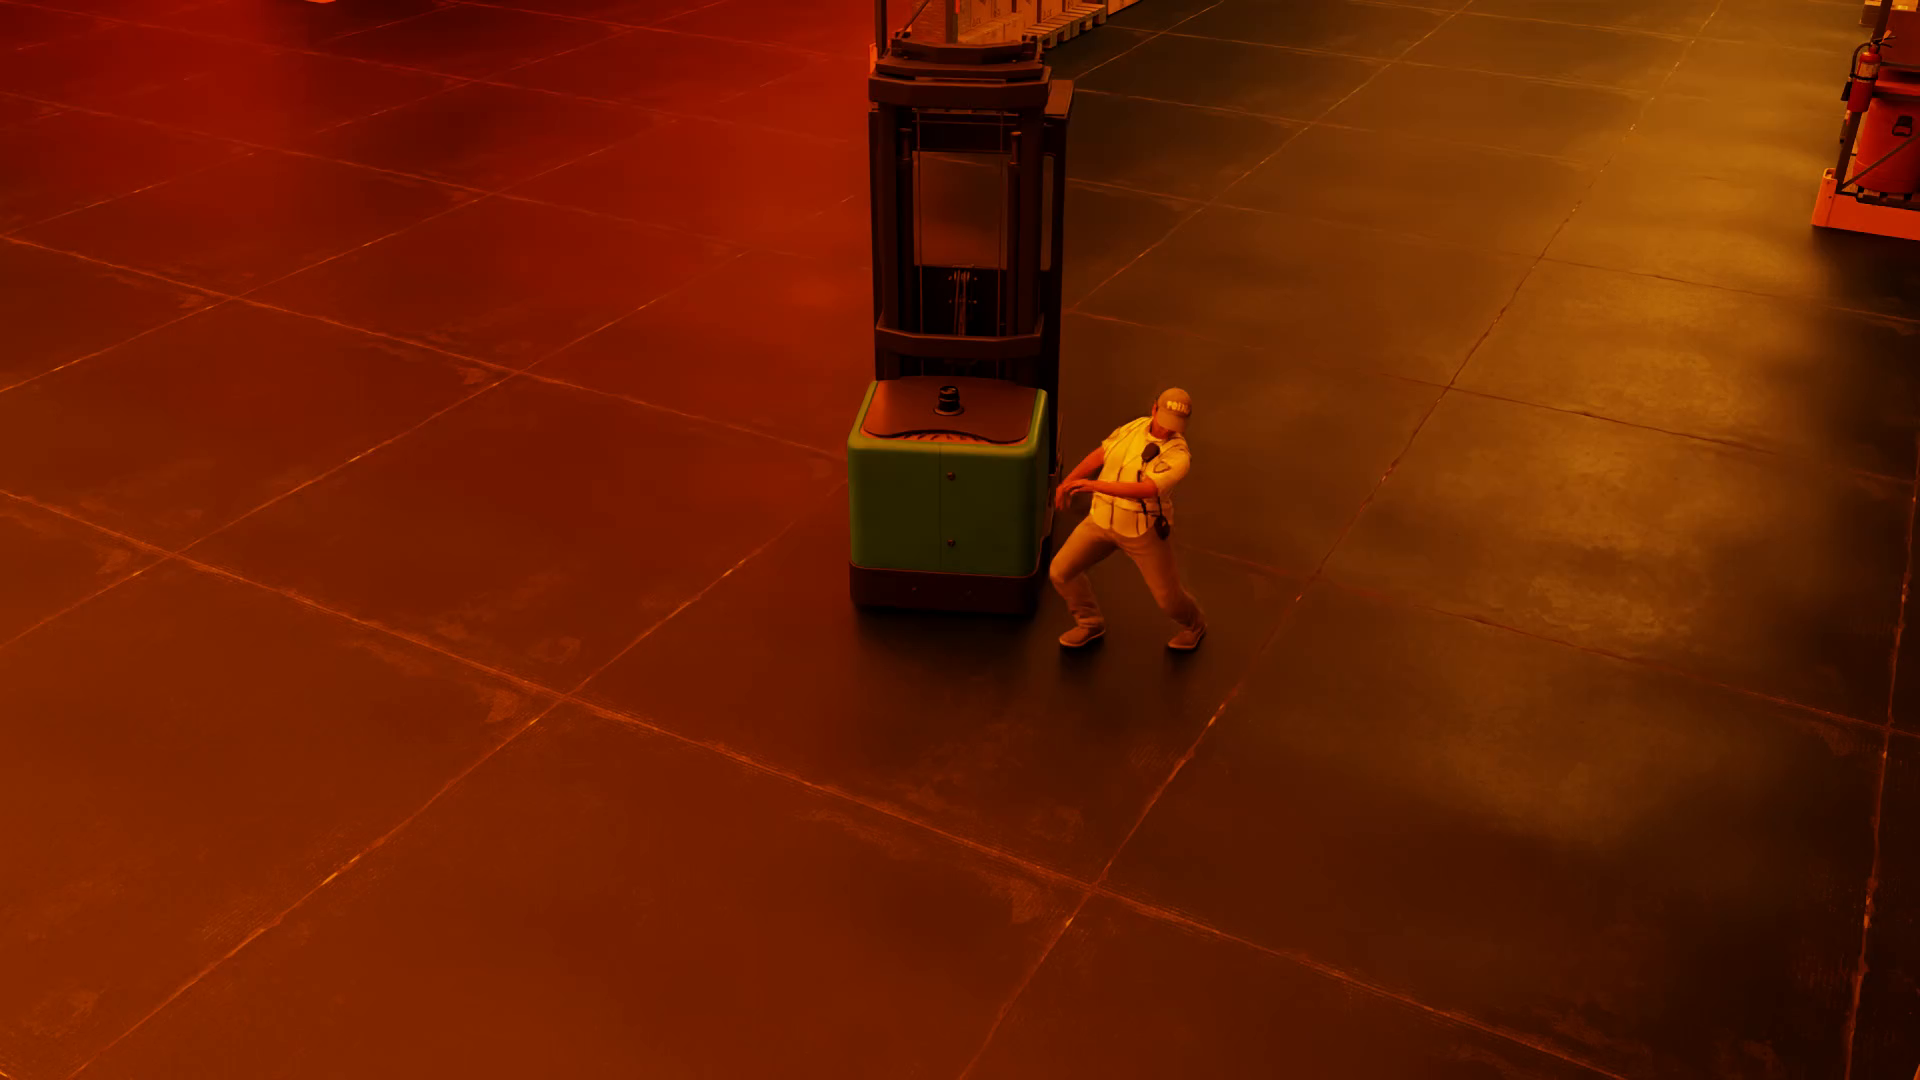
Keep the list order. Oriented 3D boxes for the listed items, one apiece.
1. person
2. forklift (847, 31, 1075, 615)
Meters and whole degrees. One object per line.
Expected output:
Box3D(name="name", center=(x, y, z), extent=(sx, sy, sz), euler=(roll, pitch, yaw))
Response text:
Box3D(name="person", center=(0.817, -0.092, 8.625), extent=(0.799, 1.505, 0.809), euler=(22, 36, 33))
Box3D(name="forklift", center=(0.072, -1.572, 9.794), extent=(1.130, 2.935, 3.031), euler=(3, 30, 6))
